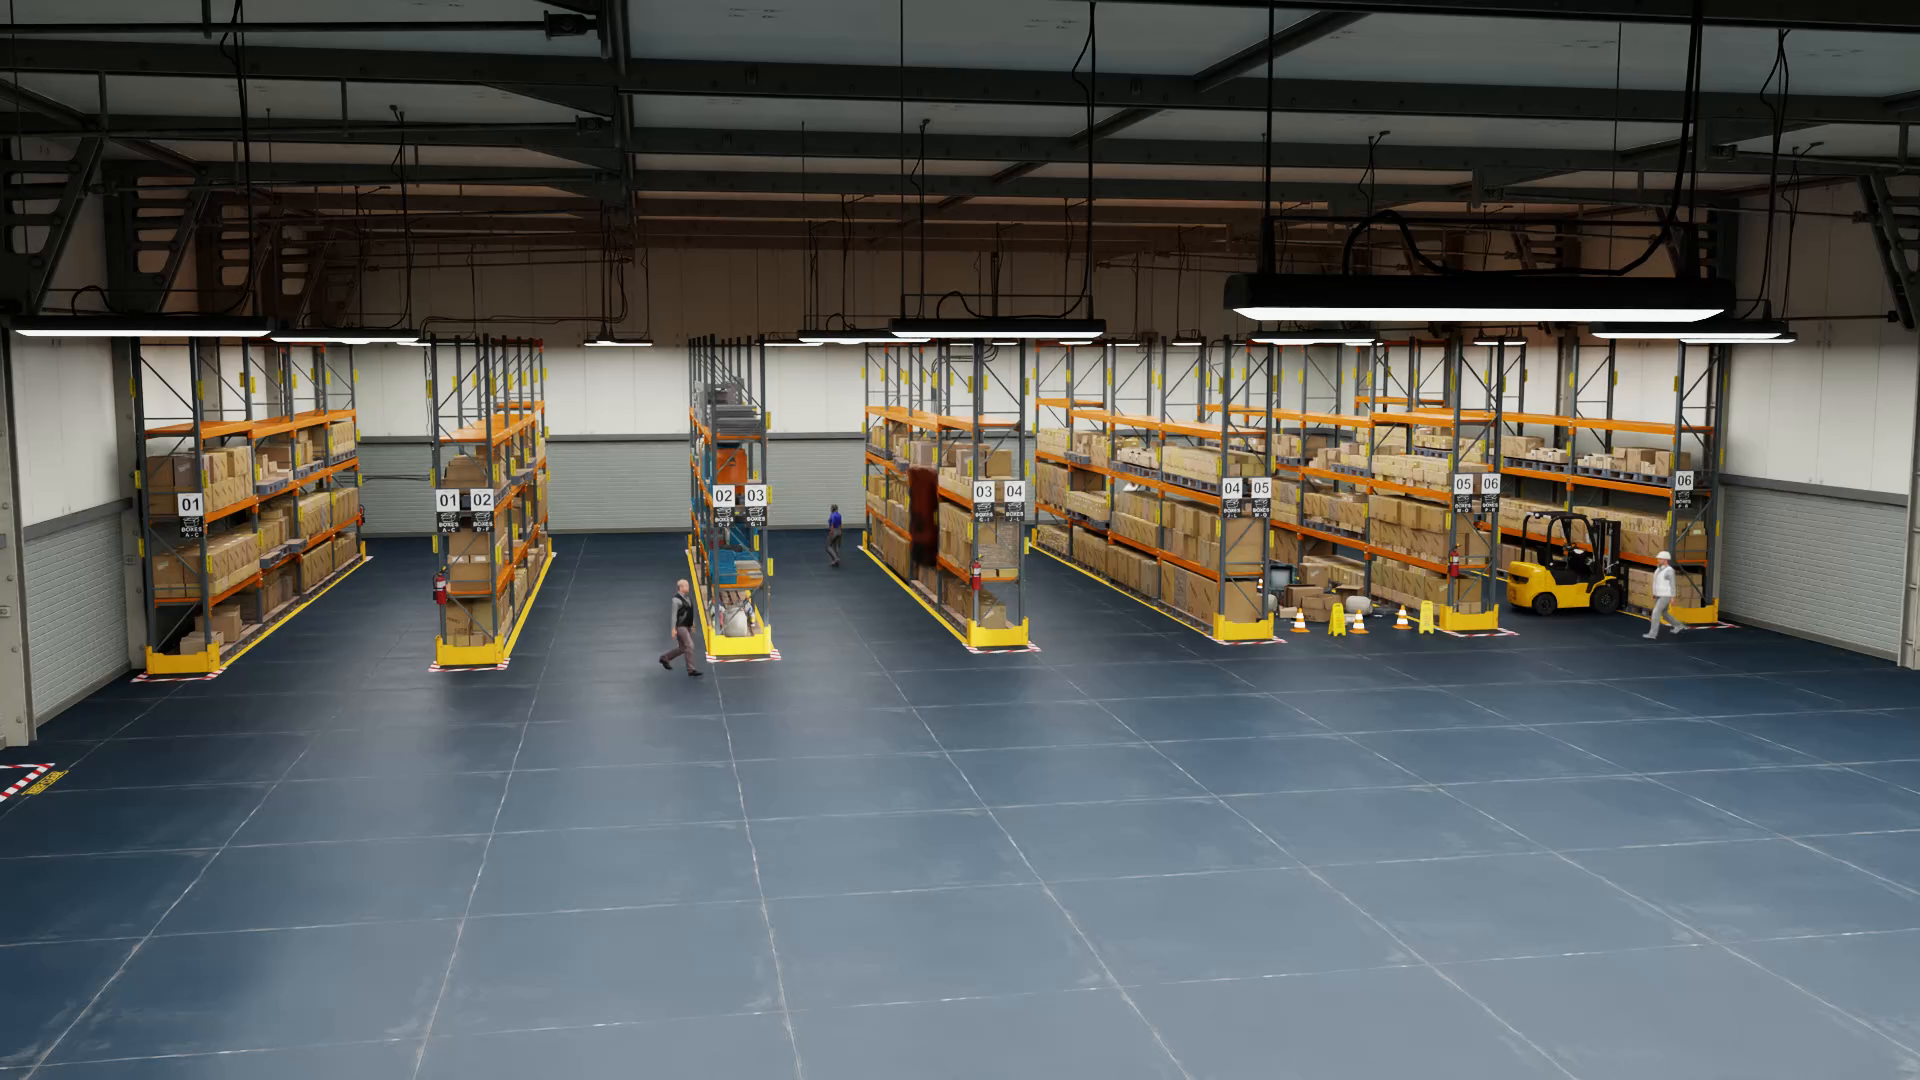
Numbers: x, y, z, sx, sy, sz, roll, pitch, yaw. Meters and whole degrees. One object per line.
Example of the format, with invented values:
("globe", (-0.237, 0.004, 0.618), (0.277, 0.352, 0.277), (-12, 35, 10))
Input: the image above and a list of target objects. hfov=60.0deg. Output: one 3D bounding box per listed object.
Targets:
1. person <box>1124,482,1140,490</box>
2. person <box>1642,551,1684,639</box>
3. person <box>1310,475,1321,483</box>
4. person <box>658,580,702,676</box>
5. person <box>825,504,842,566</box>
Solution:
("person", (5.511, -1.203, 52.832), (1.113, 1.698, 0.541), (5, 8, 37))
("person", (13.973, 1.086, 32.950), (0.999, 1.739, 0.542), (-1, 7, -10))
("person", (11.537, -1.368, 54.123), (0.605, 1.753, 0.546), (-4, 8, -32))
("person", (-4.914, 1.529, 29.275), (0.932, 1.688, 0.568), (2, 7, 17))
("person", (-3.302, -0.135, 43.975), (0.411, 1.657, 0.487), (4, 8, 32))
